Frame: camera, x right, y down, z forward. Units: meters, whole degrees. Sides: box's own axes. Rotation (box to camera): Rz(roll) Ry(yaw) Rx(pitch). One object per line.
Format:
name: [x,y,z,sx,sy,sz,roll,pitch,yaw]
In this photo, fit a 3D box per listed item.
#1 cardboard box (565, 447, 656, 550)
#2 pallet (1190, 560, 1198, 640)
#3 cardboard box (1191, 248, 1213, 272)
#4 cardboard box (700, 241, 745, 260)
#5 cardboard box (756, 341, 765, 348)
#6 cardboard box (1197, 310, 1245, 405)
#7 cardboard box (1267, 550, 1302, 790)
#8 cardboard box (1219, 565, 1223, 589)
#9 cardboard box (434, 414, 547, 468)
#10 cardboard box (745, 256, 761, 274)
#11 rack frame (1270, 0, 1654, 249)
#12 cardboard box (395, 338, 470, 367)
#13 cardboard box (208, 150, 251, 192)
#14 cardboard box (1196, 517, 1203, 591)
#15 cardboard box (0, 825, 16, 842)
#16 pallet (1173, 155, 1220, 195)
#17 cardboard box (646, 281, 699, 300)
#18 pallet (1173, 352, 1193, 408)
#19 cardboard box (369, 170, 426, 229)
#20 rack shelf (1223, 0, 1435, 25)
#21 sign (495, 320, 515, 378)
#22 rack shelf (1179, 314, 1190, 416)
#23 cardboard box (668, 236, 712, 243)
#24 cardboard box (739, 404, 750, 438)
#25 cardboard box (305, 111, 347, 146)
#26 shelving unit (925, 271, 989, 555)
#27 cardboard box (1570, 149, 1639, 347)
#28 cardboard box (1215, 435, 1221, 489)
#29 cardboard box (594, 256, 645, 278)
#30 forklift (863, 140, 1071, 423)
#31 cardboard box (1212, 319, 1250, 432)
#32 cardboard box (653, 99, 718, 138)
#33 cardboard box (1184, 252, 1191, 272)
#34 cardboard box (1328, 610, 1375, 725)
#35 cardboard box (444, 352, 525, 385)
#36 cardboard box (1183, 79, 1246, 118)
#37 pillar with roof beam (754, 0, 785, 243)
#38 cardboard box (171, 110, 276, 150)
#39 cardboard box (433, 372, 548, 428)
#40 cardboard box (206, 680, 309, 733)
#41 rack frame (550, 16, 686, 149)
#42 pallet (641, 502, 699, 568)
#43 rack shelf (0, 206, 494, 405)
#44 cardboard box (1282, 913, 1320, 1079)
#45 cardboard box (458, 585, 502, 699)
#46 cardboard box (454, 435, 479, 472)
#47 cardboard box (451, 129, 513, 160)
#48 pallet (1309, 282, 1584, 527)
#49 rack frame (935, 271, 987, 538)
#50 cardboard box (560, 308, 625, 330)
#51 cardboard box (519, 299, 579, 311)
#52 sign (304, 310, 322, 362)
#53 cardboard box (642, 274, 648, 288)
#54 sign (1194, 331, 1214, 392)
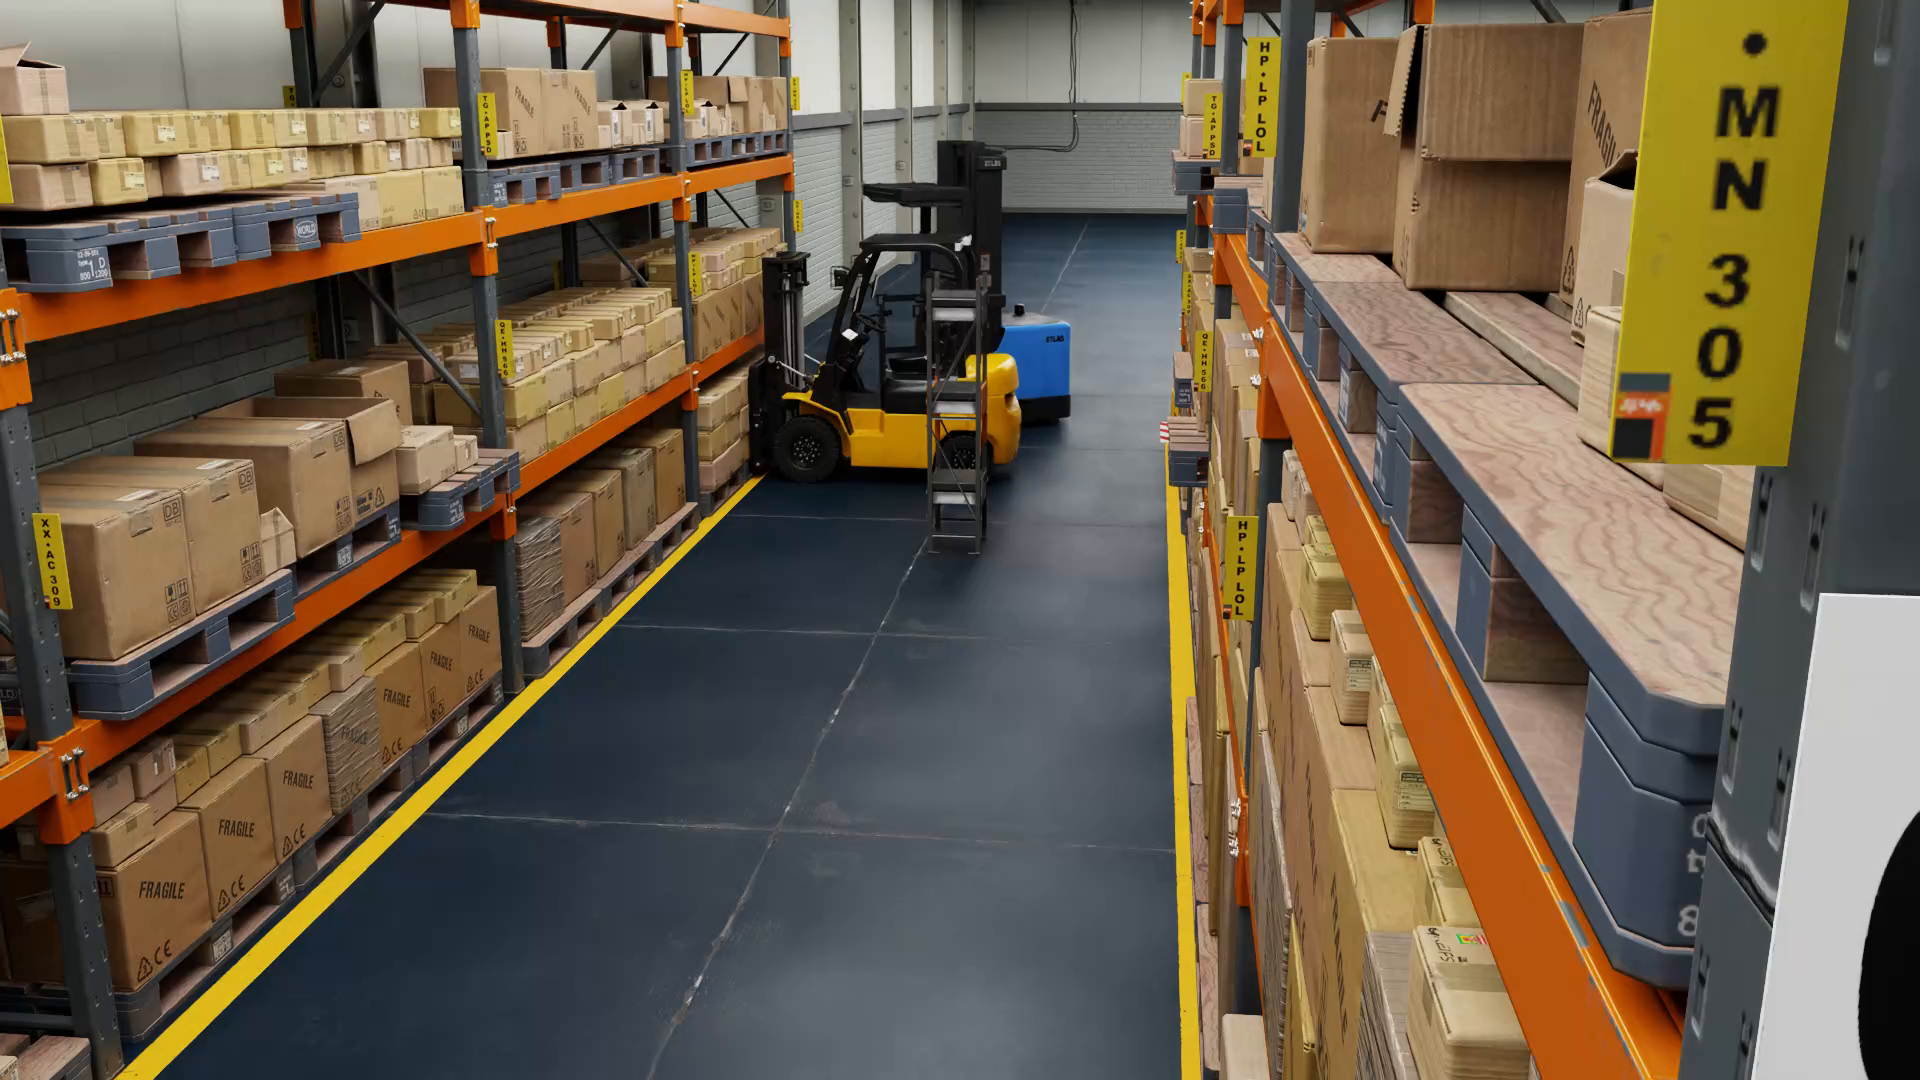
cardboard box: [-2.781,-0.319,12.340,0.875,0.625,0.625,2,15,6]
pallet: [2.073,0.411,11.236,1.003,0.211,1.213,2,15,6]
cardboard box: [1.890,-2.050,12.189,0.380,0.149,0.250,2,15,6]
cardboard box: [-2.185,-2.645,15.192,0.380,0.149,0.250,2,15,7]
cardboard box: [-1.929,-1.866,16.864,0.500,0.250,0.500,2,15,8]
cardboard box: [1.665,-1.072,9.813,0.500,0.500,0.500,1,15,5]
cardboard box: [1.034,0.337,4.062,0.500,0.500,0.500,1,15,6]
cardboard box: [1.432,0.045,7.537,0.500,0.250,0.500,2,15,8]
cardboard box: [-2.797,-0.597,9.912,0.500,0.250,0.500,2,15,6]
cardboard box: [-2.068,-2.566,15.473,0.380,0.149,0.250,2,15,7]
rack frame: [1.392,-2.275,4.336,1.000,3.000,0.127,2,15,6]
cardboard box: [-3.246,-1.150,10.234,0.380,0.149,0.250,2,15,6]
cardboard box: [-2.999,-1.433,6.453,0.380,0.149,0.250,2,15,6]
cardboard box: [2.083,0.115,11.221,0.950,0.372,0.625,2,15,8]
cardboard box: [-3.786,1.063,6.228,0.380,0.149,0.250,1,15,4]
pallet: [2.005,-2.385,10.850,1.213,0.211,1.003,2,15,6]
cardboard box: [-2.341,-2.036,13.509,0.380,0.149,0.250,1,15,5]
pallet: [2.063,-1.167,12.101,1.003,0.211,1.213,2,15,6]
cardboard box: [-2.962,-1.667,8.120,0.500,0.250,0.500,2,15,6]
rack shelf: [1.617,-2.254,6.401,1.077,0.370,4.000,2,15,6]
sign: [-2.549,-1.069,9.302,0.100,0.325,0.005,2,15,6]
rack shelf: [2.520,-1.625,14.805,1.077,0.370,4.000,2,15,6]
cardboard box: [-2.563,-2.792,15.738,0.380,0.149,0.250,2,15,8]
cardboard box: [-2.154,-1.093,14.963,0.500,0.250,0.500,2,15,6]
cardboard box: [-2.981,-1.839,7.424,0.380,0.149,0.250,2,15,6]
shelving unit: [-0.019,-0.971,12.729,0.431,2.100,0.503,2,15,6]
cardboard box: [1.159,-0.384,2.265,0.500,0.311,0.500,2,15,7]
cardboard box: [1.481,-0.327,7.956,0.500,0.250,0.500,2,15,8]
cardboard box: [-2.833,-2.260,13.769,0.380,0.149,0.250,1,15,5]
forklift: [-0.382,-2.621,17.242,3.031,2.935,1.130,-7,17,-24]
cardboard box: [1.544,-0.827,8.366,0.500,0.500,0.500,1,15,4]
cardboard box: [-2.302,-3.464,13.653,0.500,0.311,0.500,2,15,7]
cardboard box: [2.361,-2.434,15.656,0.500,0.500,0.500,2,15,8]
cardboard box: [0.907,0.246,3.158,0.380,0.149,0.250,2,15,6]
cardboard box: [-2.761,-0.997,9.669,0.380,0.149,0.250,2,15,8]
cardboard box: [1.784,-3.004,11.305,0.500,0.250,0.500,1,15,5]
pillar with roof beam: [1.794,-6.808,21.100,9.100,9.000,0.400,2,15,6]
cardboard box: [-2.994,-1.646,6.673,0.380,0.149,0.250,2,15,7]
cardboard box: [-2.772,-0.838,9.844,0.500,0.250,0.500,2,15,6]
cardboard box: [-3.151,0.741,7.418,0.380,0.149,0.250,2,15,8]
rack frame: [-2.638,-4.495,12.547,1.000,3.000,0.127,2,15,6]
pallet: [-2.683,-0.061,12.983,1.003,0.211,1.213,2,15,6]
rack shelf: [-3.315,-1.144,7.277,1.077,0.370,4.000,2,15,6]
cardboard box: [0.897,1.079,3.232,0.500,0.500,0.500,2,15,8]
cardboard box: [-2.924,0.558,9.336,0.500,0.500,0.500,2,15,8]
cardboard box: [-2.782,-0.462,8.799,0.380,0.149,0.250,2,15,7]
cardboard box: [-2.748,-2.230,9.366,0.380,0.166,0.250,2,15,6]
pallet: [1.149,-0.257,2.789,1.003,0.211,1.213,2,15,6]
rack frame: [0.009,-1.034,12.963,0.400,2.100,0.015,2,15,6]
cardboard box: [-2.571,-1.533,11.651,0.380,0.149,0.250,2,15,7]
cardboard box: [-3.011,-1.676,12.180,0.380,0.149,0.250,2,15,6]
sign: [-3.641,-1.136,9.399,0.100,0.325,0.005,2,15,6]
cardboard box: [-2.825,-2.186,14.065,0.380,0.149,0.250,2,15,8]
sign: [1.303,-0.951,8.865,0.100,0.325,0.005,2,15,6]
